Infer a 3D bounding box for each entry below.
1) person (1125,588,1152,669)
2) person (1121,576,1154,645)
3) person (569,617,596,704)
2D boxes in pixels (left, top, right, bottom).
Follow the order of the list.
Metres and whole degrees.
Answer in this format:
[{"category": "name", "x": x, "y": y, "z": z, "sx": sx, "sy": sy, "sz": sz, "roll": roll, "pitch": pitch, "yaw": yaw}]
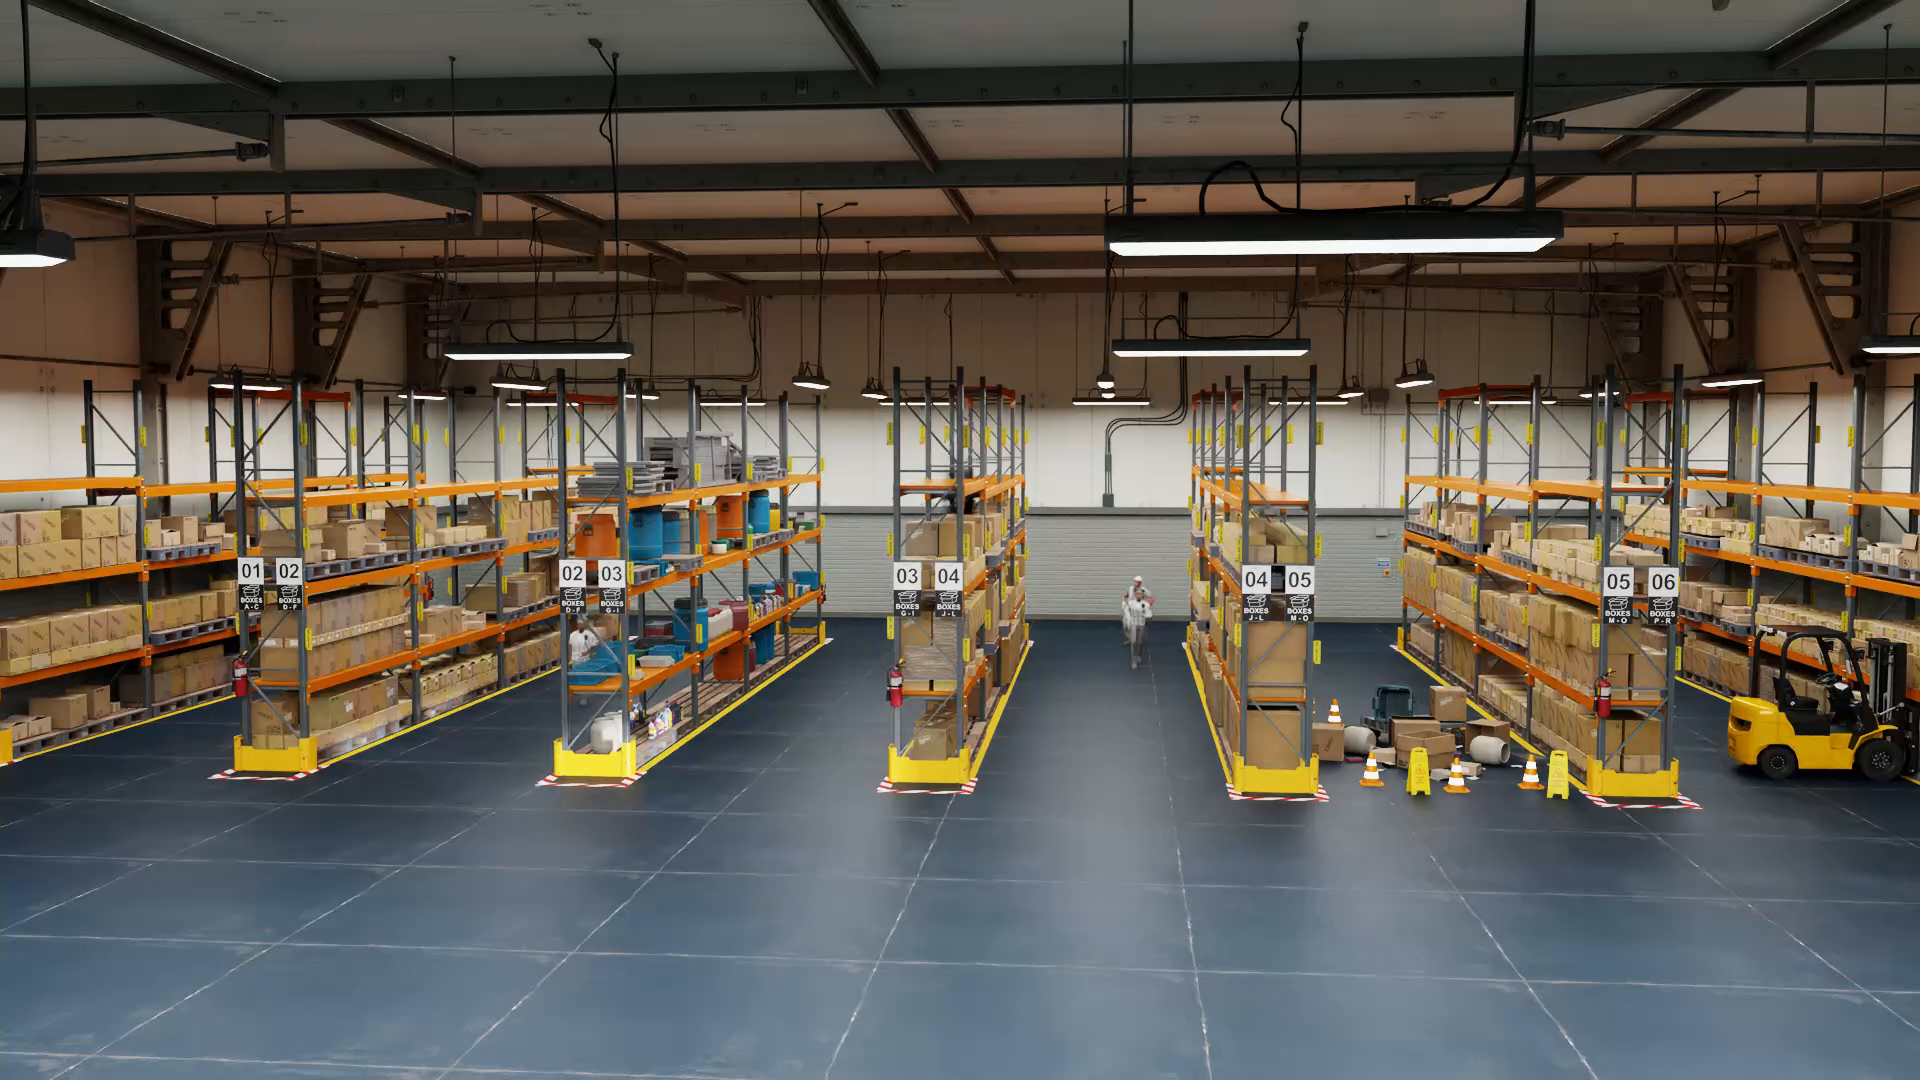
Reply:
[{"category": "person", "x": 3.891, "y": 1.904, "z": 36.244, "sx": 0.601, "sy": 1.747, "sz": 0.823, "roll": 0, "pitch": 4, "yaw": 5}, {"category": "person", "x": -3.611, "y": 1.959, "z": 35.380, "sx": 8.576, "sy": 1.684, "sz": 16.525, "roll": 3, "pitch": 4, "yaw": 35}, {"category": "person", "x": -7.067, "y": 2.252, "z": 30.955, "sx": 0.559, "sy": 1.645, "sz": 0.555, "roll": 0, "pitch": 4, "yaw": -4}]
